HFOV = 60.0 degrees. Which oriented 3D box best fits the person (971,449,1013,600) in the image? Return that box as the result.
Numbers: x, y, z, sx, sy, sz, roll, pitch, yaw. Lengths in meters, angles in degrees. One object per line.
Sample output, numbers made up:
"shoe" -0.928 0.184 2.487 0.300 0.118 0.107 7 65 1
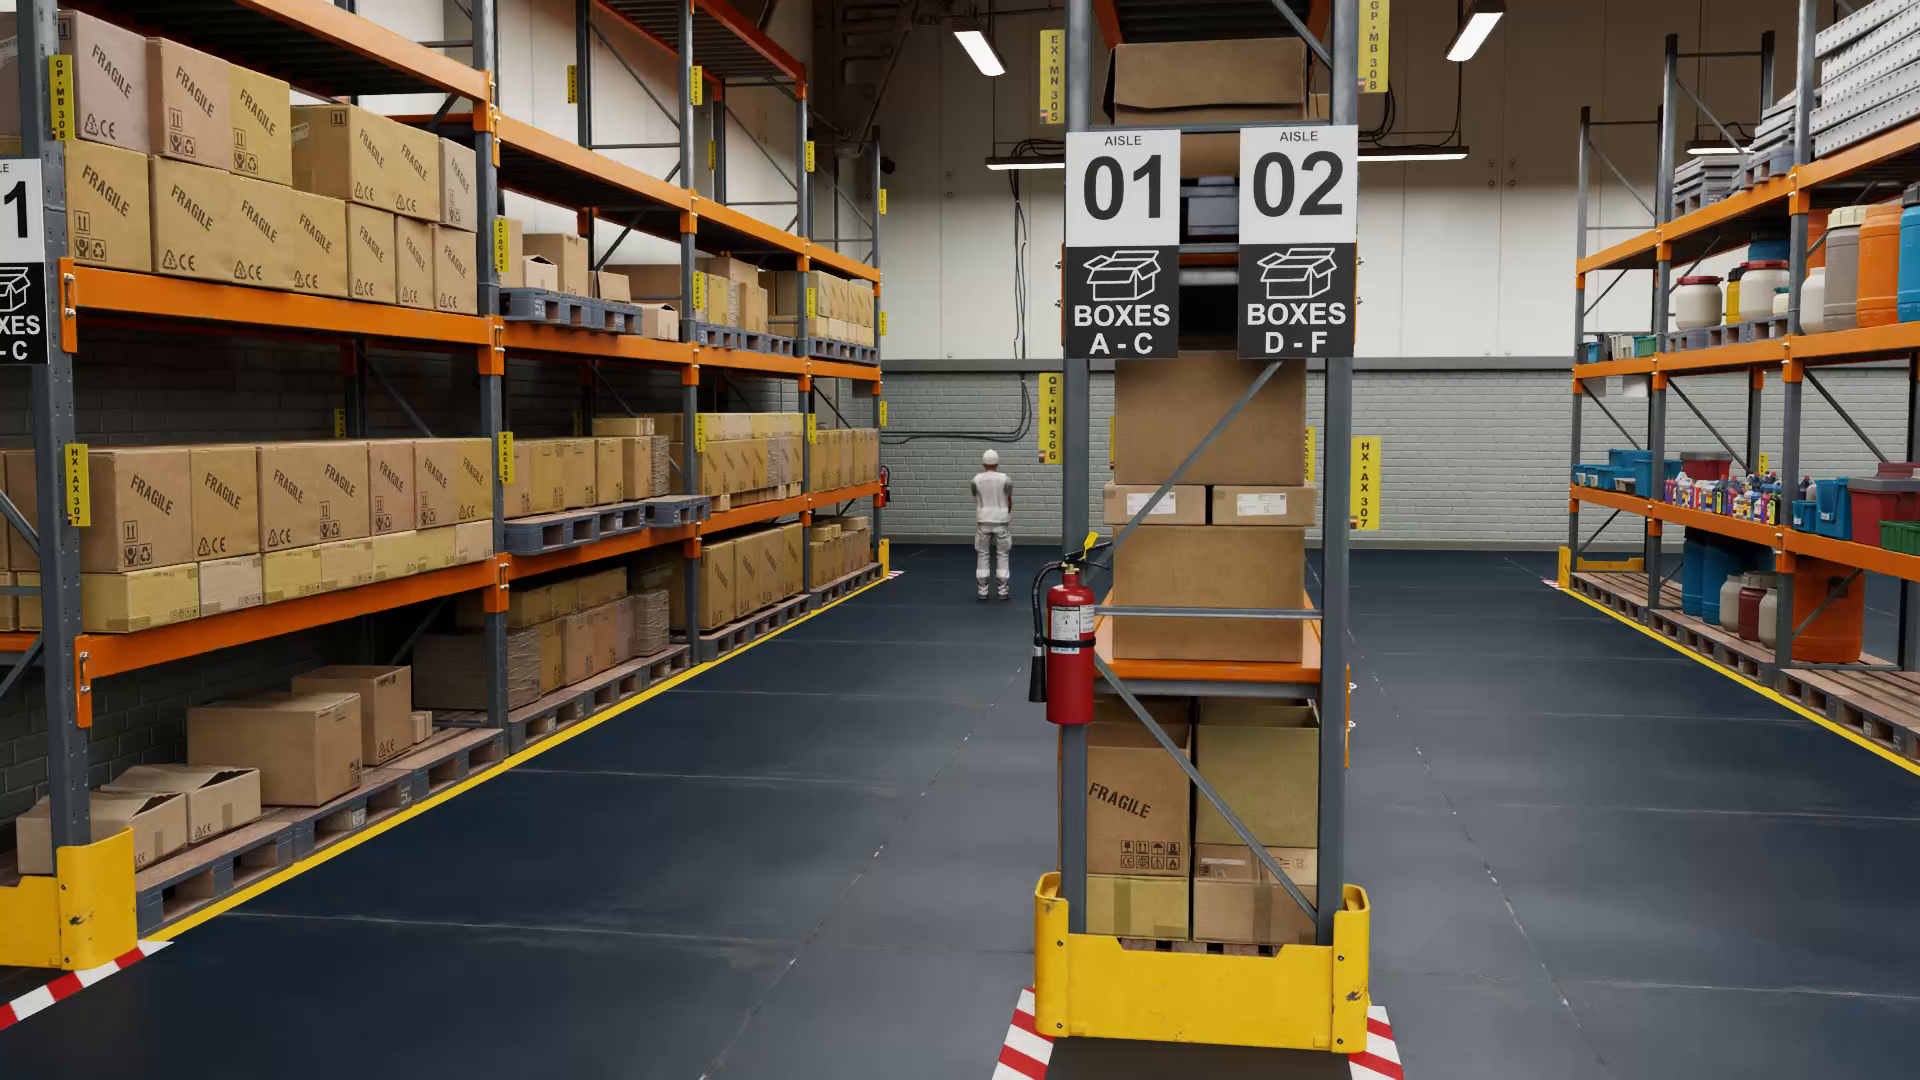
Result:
"person" 0.394 -0.191 19.808 0.500 1.786 0.560 1 4 8
